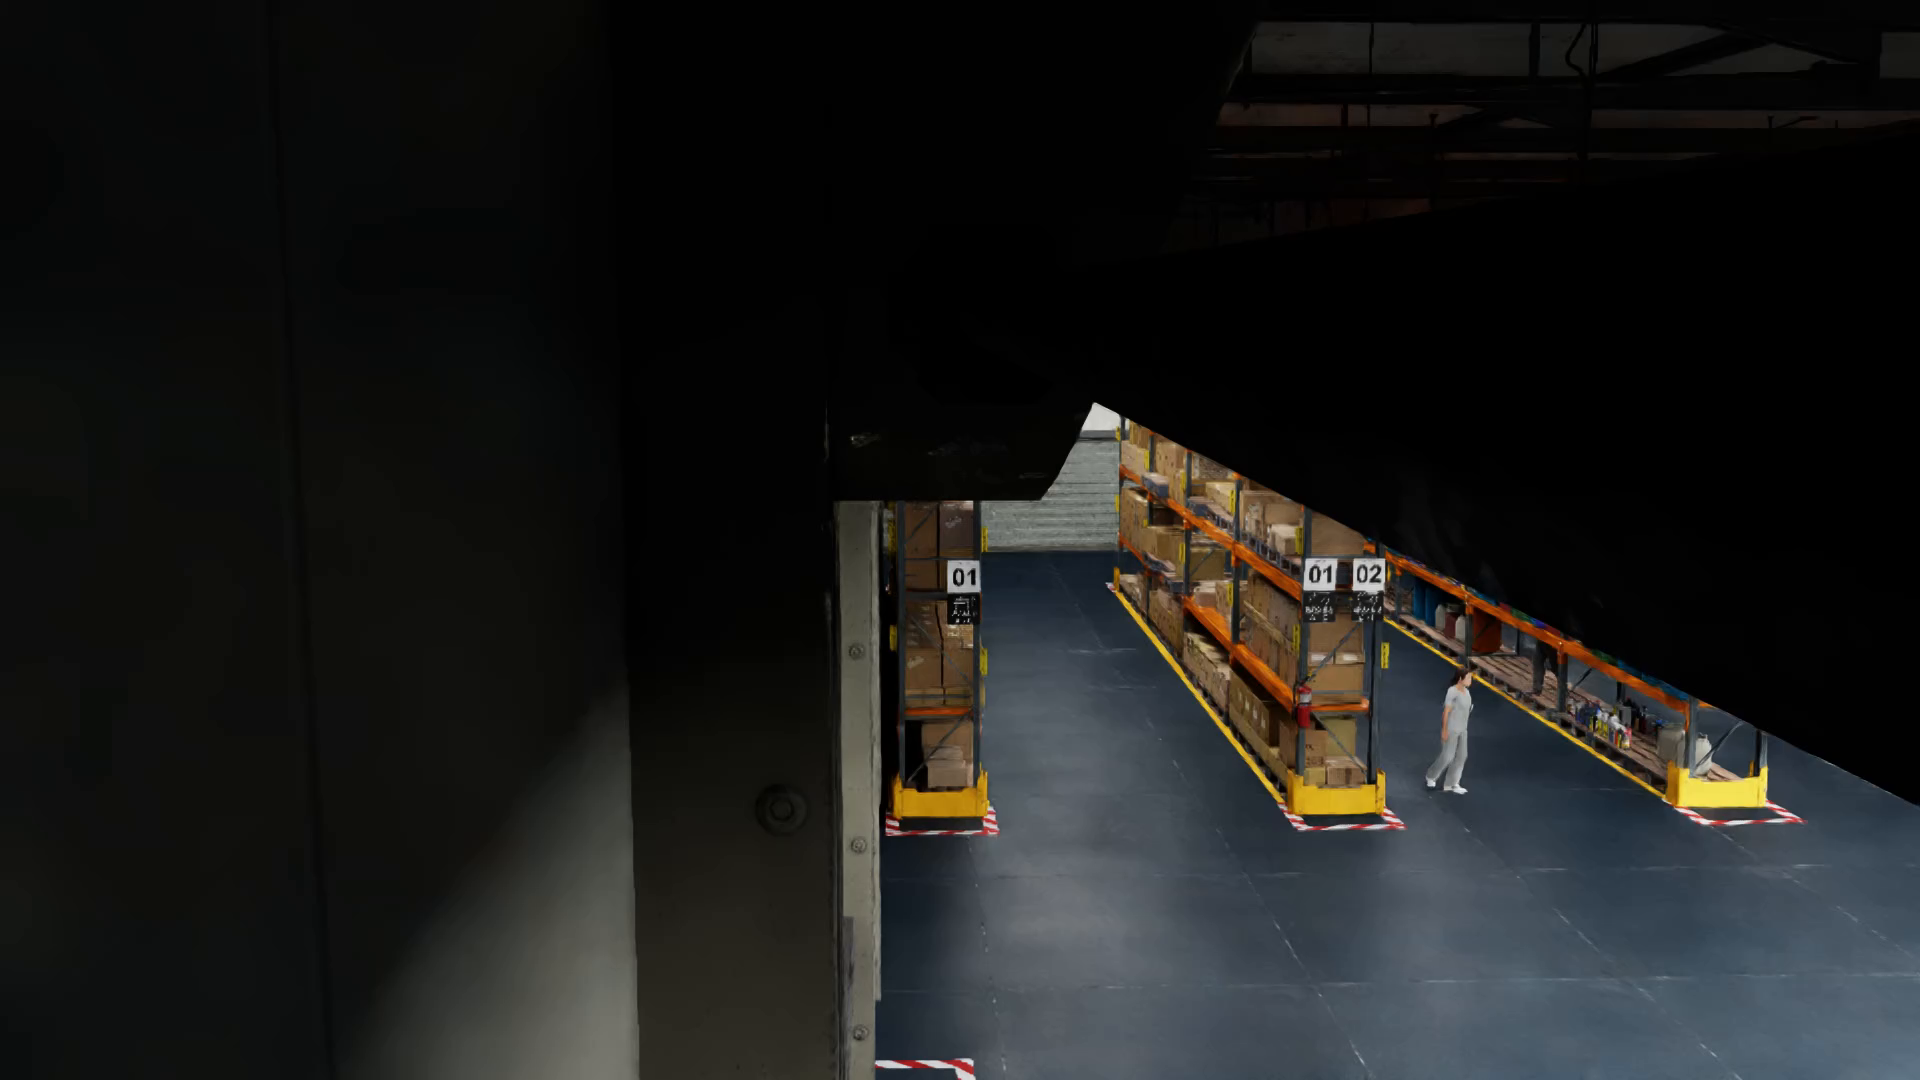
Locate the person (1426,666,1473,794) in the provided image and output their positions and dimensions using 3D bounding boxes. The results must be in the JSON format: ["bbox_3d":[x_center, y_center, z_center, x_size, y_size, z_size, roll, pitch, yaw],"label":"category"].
[{"bbox_3d":[6.322,2.433,21.501,0.504,1.659,0.533,-6,10,-38],"label":"person"}]

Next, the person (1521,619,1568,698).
[{"bbox_3d":[9.084,1.607,25.691,0.601,1.647,0.635,-2,9,-16],"label":"person"}]
